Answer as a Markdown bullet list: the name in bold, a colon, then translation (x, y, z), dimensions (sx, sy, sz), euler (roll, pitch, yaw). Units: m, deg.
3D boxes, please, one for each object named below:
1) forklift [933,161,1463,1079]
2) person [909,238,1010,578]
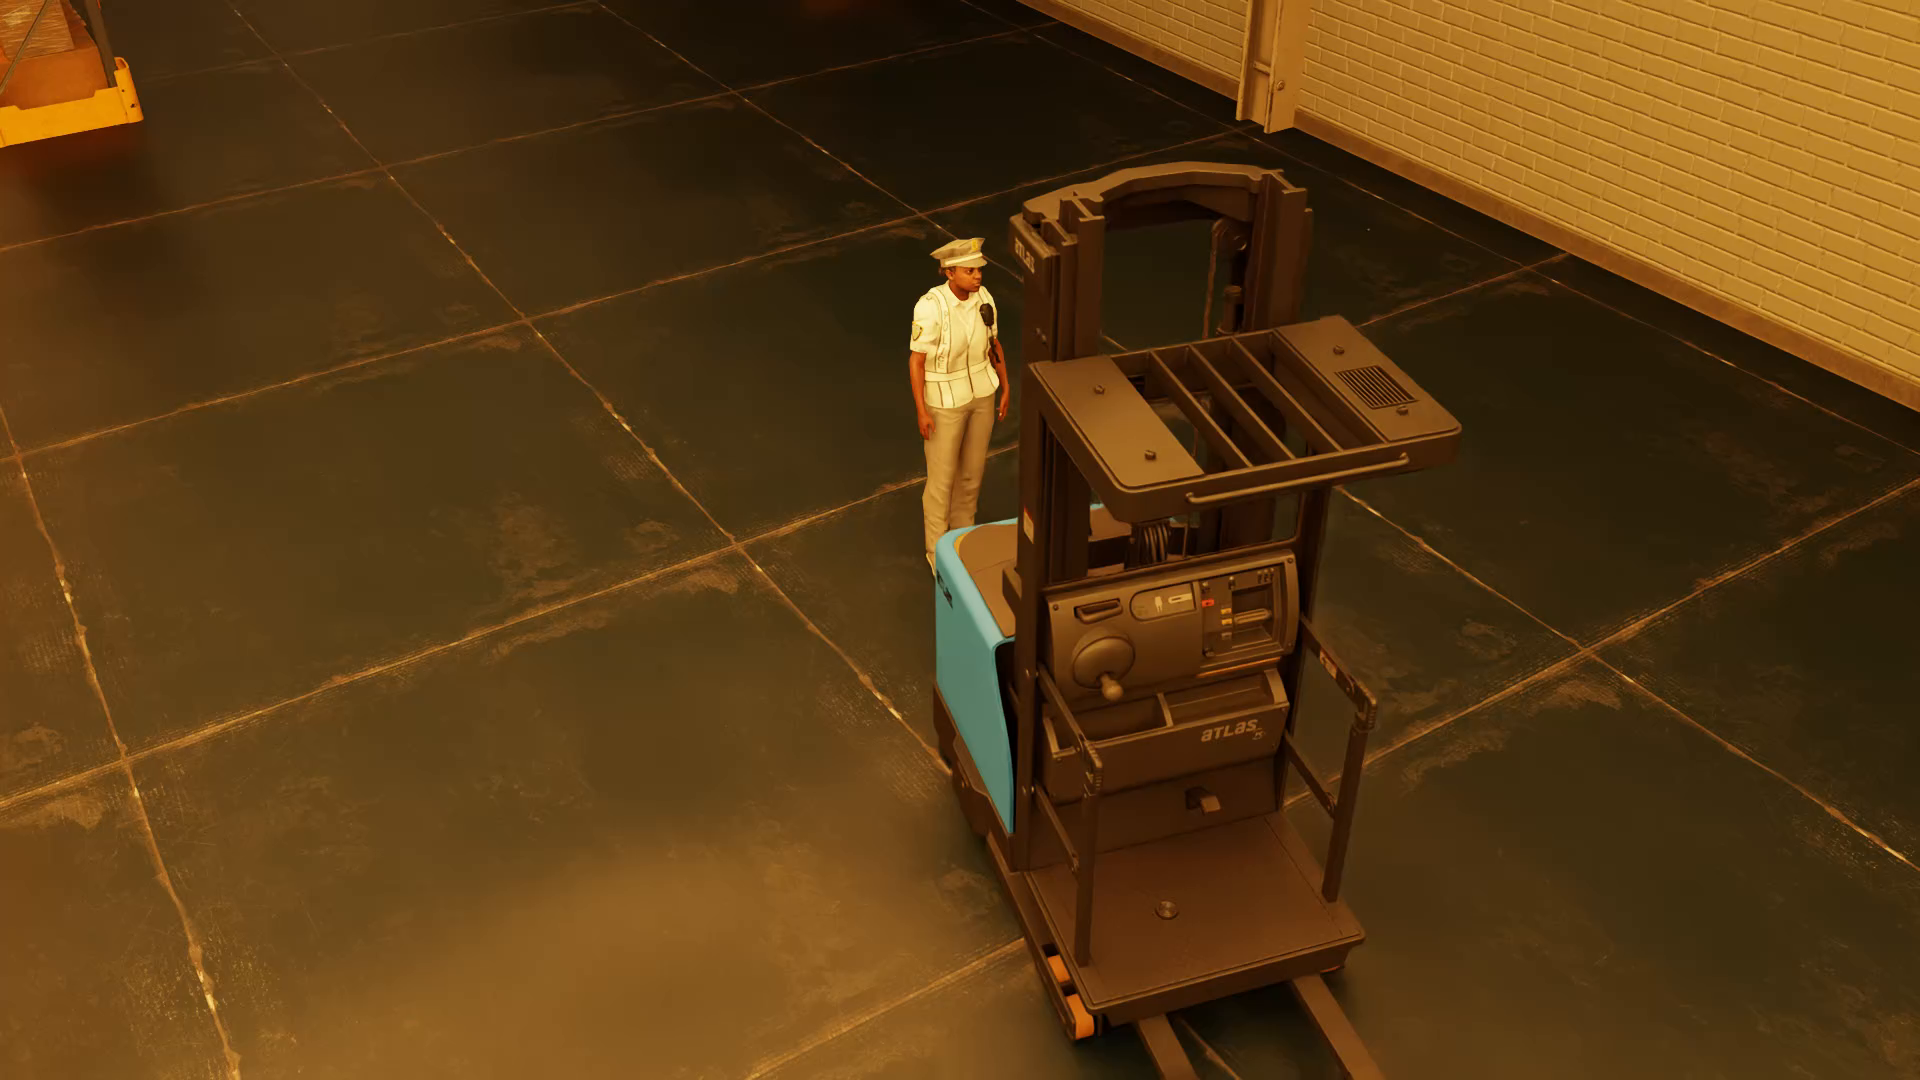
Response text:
- **forklift**: translation (0.818, 0.366, 5.627), dimensions (1.130, 2.935, 3.031), euler (-11, 36, -15)
- **person**: translation (0.025, -0.657, 8.145), dimensions (0.570, 1.697, 0.528), euler (-21, 40, -27)
